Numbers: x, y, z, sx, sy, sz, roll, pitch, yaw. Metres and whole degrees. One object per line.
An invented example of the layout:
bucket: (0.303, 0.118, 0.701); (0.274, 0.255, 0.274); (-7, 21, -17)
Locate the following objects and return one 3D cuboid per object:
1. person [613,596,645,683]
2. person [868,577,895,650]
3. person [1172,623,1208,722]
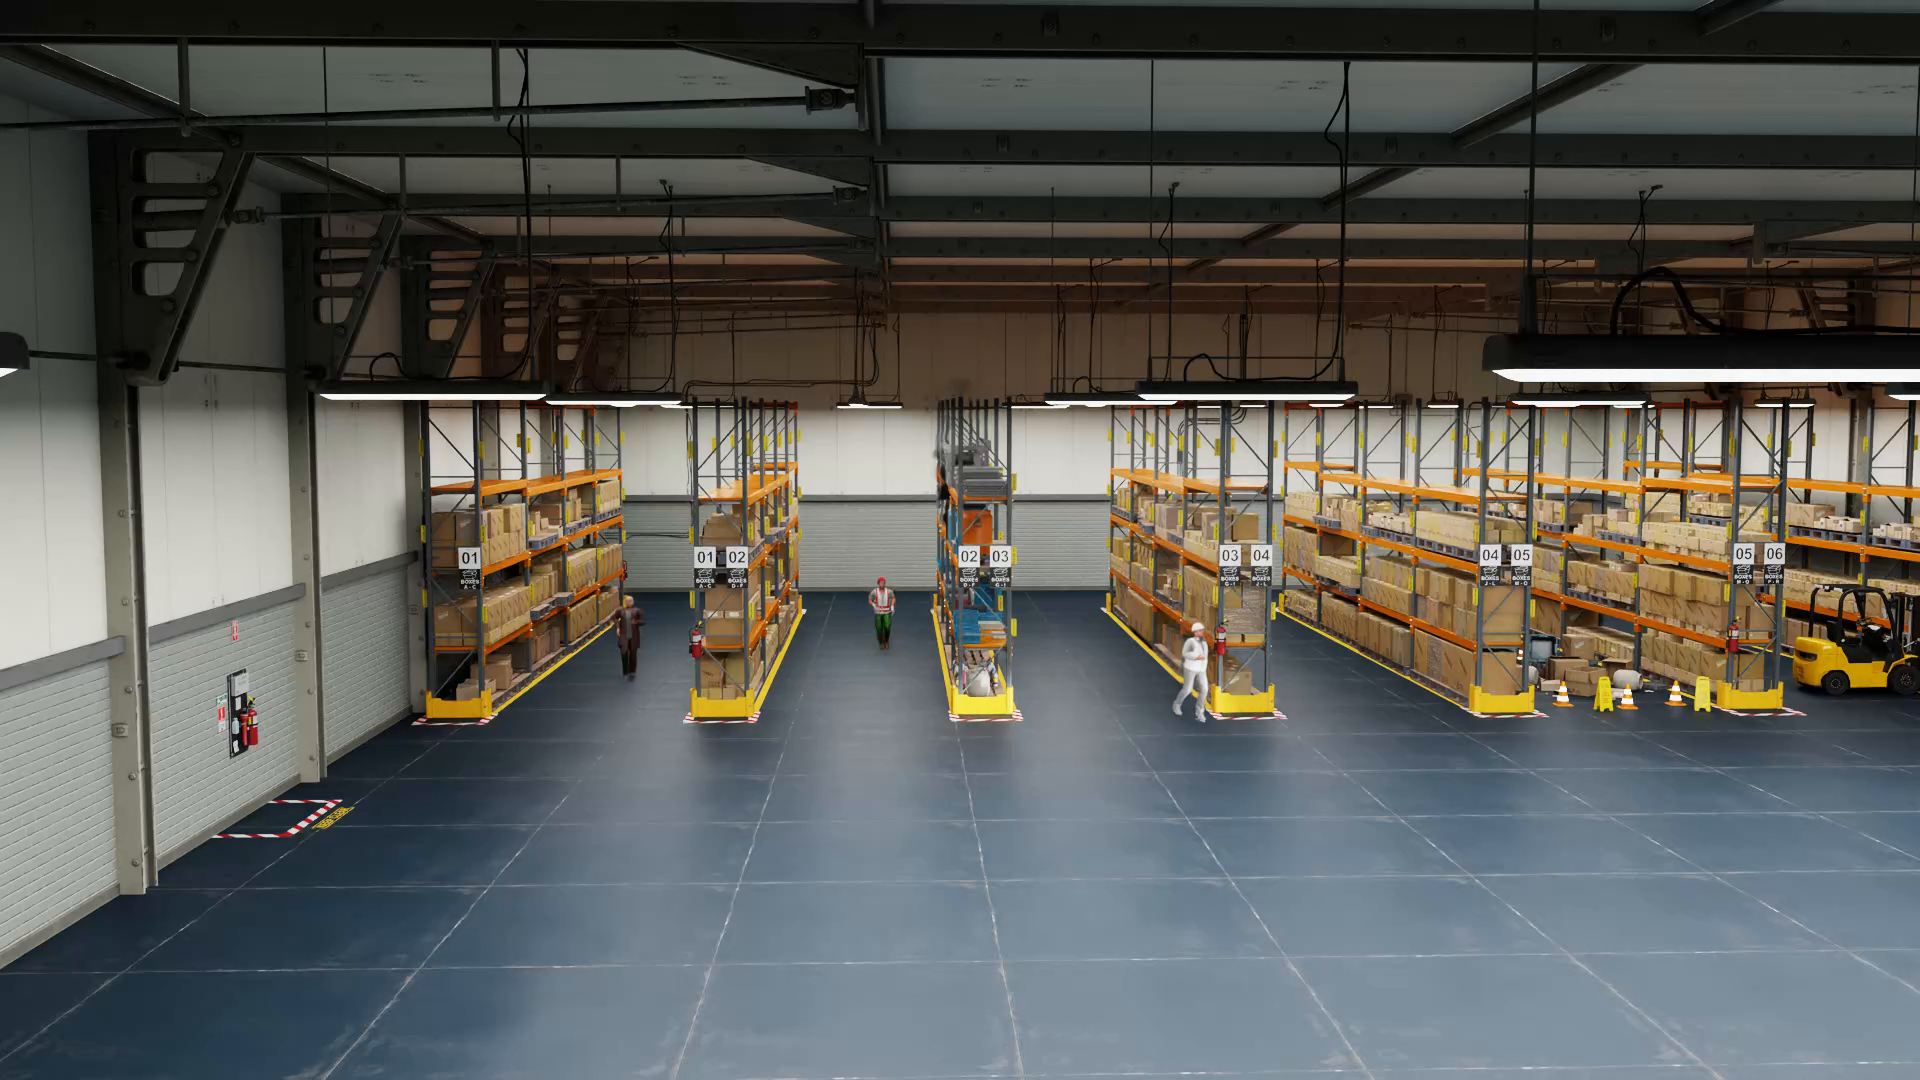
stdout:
person: (-7.036, 2.105, 35.383); (0.682, 1.841, 0.801); (-1, 4, -10)
person: (-1.866, 1.768, 39.763); (0.648, 1.759, 0.640); (0, 4, -5)
person: (4.381, 2.449, 31.053); (0.681, 1.827, 0.799); (-3, 5, -33)
